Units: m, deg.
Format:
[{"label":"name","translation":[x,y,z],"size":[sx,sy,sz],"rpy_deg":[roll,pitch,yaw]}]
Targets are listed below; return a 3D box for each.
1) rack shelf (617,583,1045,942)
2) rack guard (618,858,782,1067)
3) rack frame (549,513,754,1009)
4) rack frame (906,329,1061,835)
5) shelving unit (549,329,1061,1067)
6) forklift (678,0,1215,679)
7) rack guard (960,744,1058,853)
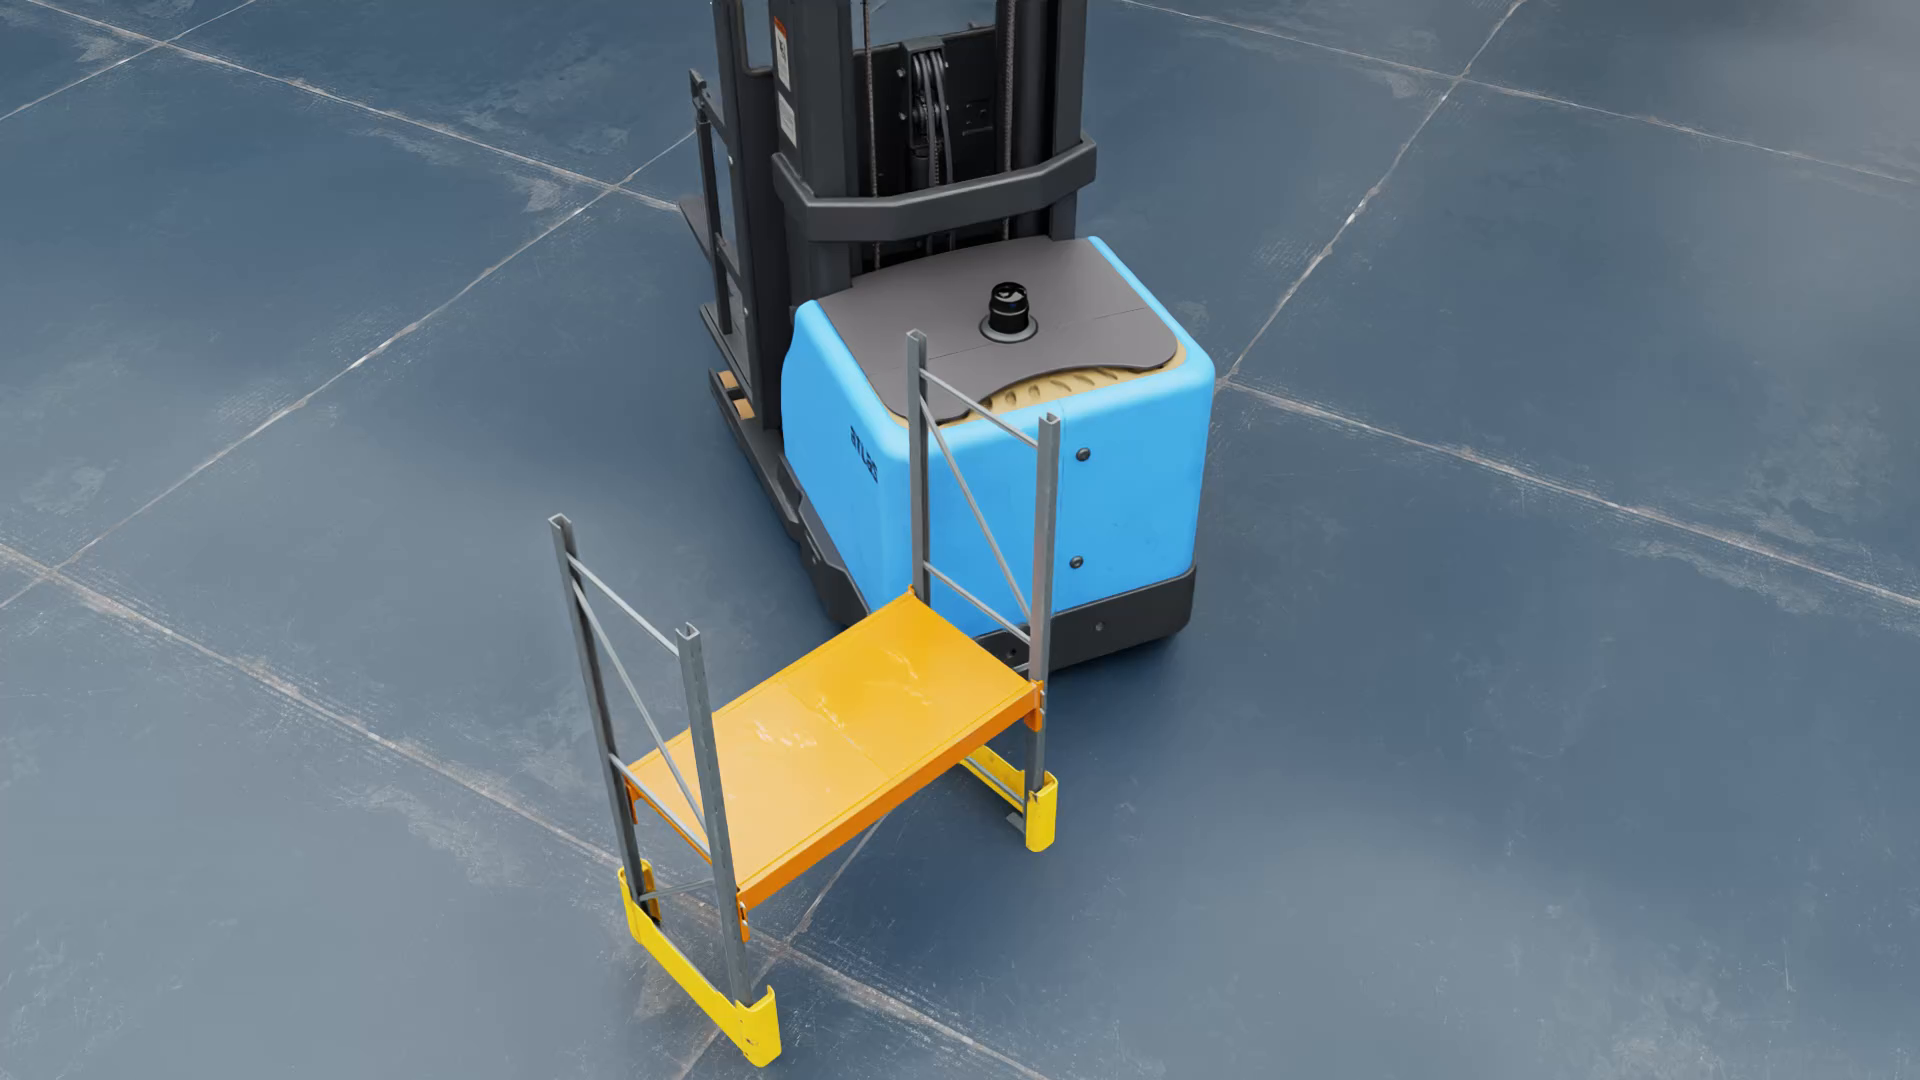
[{"label":"rack shelf","translation":[-0.322,0.538,4.277],"size":[1.000,0.185,0.538],"rpy_deg":[-32,50,-31]},{"label":"rack guard","translation":[-0.679,1.092,4.321],"size":[0.087,0.250,0.587],"rpy_deg":[-32,50,-31]},{"label":"rack frame","translation":[-0.693,0.632,3.898],"size":[0.032,1.500,0.500],"rpy_deg":[-32,50,-31]},{"label":"rack frame","translation":[0.050,0.173,4.418],"size":[0.032,1.500,0.500],"rpy_deg":[-32,50,-31]},{"label":"shelving unit","translation":[-0.315,0.398,4.163],"size":[1.083,1.500,0.587],"rpy_deg":[-32,50,-31]},{"label":"forklift","translation":[-0.296,-1.561,5.305],"size":[1.130,2.935,3.031],"rpy_deg":[-16,44,-17]},{"label":"rack guard","translation":[0.049,0.643,4.831],"size":[0.087,0.250,0.587],"rpy_deg":[-32,50,-31]}]
